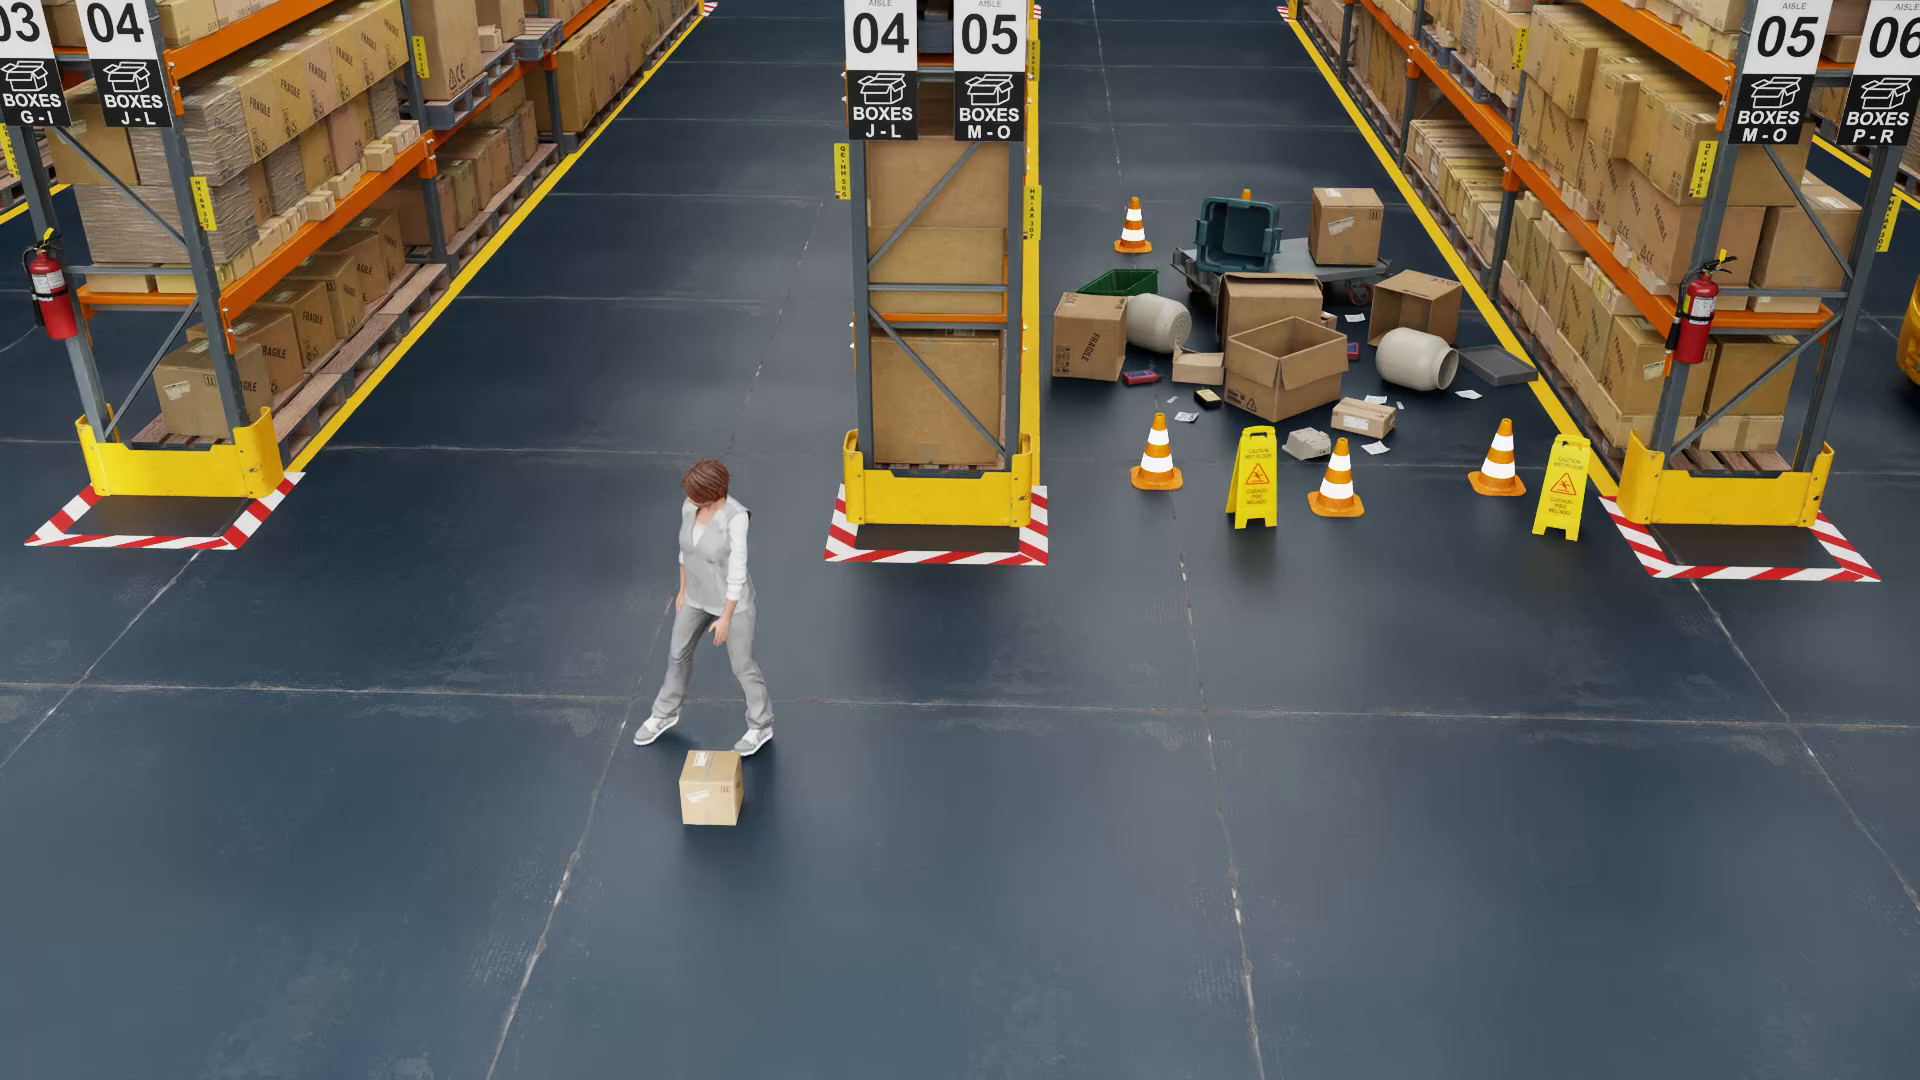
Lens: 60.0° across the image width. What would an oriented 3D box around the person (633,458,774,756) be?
[{"bbox_3d":[-1.285,0.307,8.036,0.608,1.590,0.467,16,32,27],"label":"person"}]
